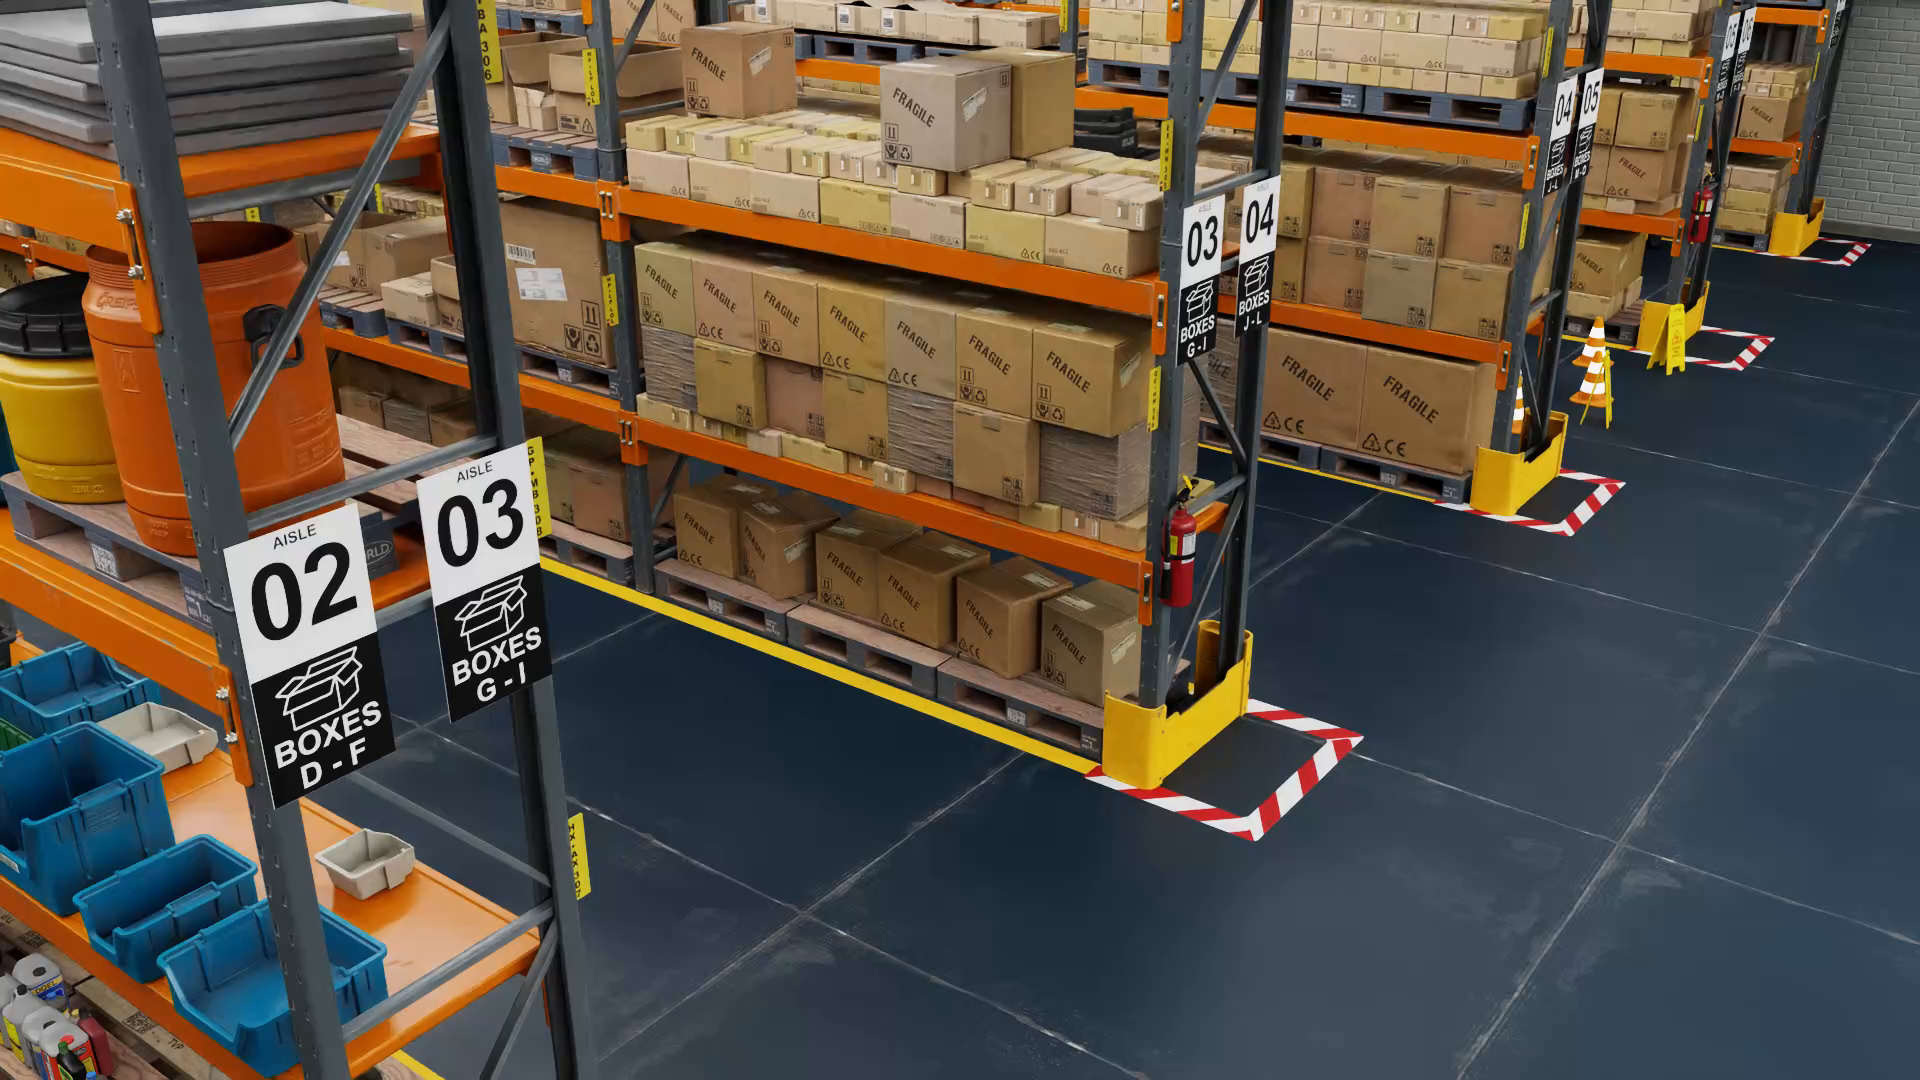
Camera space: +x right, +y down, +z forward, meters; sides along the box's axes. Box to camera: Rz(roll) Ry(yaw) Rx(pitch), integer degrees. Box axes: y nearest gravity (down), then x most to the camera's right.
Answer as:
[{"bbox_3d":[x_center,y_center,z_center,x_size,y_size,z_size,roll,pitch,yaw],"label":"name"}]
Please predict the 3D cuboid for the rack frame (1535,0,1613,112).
[{"bbox_3d":[4.372,-4.522,11.352,0.127,3.000,1.000,17,29,33],"label":"rack frame"}]

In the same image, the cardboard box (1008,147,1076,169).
[{"bbox_3d":[0.442,-2.092,9.250,0.250,0.149,0.380,17,29,33],"label":"cardboard box"}]

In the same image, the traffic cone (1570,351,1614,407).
[{"bbox_3d":[5.749,-1.484,15.045,0.334,0.463,0.336,17,29,33],"label":"traffic cone"}]

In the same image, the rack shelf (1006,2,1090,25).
[{"bbox_3d":[2.459,-5.892,19.075,4.000,0.370,1.077,17,29,33],"label":"rack shelf"}]

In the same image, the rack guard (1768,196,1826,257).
[{"bbox_3d":[10.253,-3.850,20.369,0.348,0.500,1.175,17,29,33],"label":"rack guard"}]

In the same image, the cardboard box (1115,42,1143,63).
[{"bbox_3d":[1.467,-3.979,13.508,0.250,0.149,0.380,17,29,34],"label":"cardboard box"}]

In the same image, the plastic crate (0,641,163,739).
[{"bbox_3d":[-3.806,0.678,7.175,0.616,0.251,0.499,17,29,33],"label":"plastic crate"}]

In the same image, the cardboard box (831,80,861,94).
[{"bbox_3d":[-1.337,-6.015,21.747,0.500,0.250,0.500,17,29,34],"label":"cardboard box"}]

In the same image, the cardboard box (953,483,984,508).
[{"bbox_3d":[0.168,-0.332,9.594,0.250,0.149,0.380,17,29,33],"label":"cardboard box"}]

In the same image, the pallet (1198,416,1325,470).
[{"bbox_3d":[2.713,-0.963,14.175,1.213,0.211,1.003,17,29,33],"label":"pallet"}]

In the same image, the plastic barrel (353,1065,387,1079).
[{"bbox_3d":[-2.226,2.209,6.080,0.421,0.512,0.421,0,24,0],"label":"plastic barrel"}]

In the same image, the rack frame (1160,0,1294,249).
[{"bbox_3d":[1.317,-2.946,7.775,0.127,3.000,1.000,17,29,33],"label":"rack frame"}]

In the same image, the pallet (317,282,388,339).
[{"bbox_3d":[-4.451,-1.909,13.101,1.003,0.211,1.213,17,29,33],"label":"pallet"}]

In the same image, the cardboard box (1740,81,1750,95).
[{"bbox_3d":[9.395,-5.471,20.018,0.250,0.149,0.380,17,29,34],"label":"cardboard box"}]

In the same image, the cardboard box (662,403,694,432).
[{"bbox_3d":[-1.700,-0.839,10.746,0.250,0.149,0.380,17,29,33],"label":"cardboard box"}]

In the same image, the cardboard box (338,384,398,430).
[{"bbox_3d":[-4.537,-1.037,13.438,0.500,0.500,0.700,15,28,31],"label":"cardboard box"}]

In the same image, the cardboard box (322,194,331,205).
[{"bbox_3d":[-7.980,-4.375,21.106,0.250,0.149,0.380,17,29,33],"label":"cardboard box"}]

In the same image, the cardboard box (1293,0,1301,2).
[{"bbox_3d":[2.476,-4.039,12.653,0.250,0.149,0.380,17,29,33],"label":"cardboard box"}]

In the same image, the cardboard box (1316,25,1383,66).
[{"bbox_3d":[3.012,-3.725,12.437,0.500,0.250,0.500,17,29,33],"label":"cardboard box"}]

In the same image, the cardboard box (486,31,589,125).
[{"bbox_3d":[-2.955,-3.153,11.317,0.637,0.503,0.797,18,30,35],"label":"cardboard box"}]

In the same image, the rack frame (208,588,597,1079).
[{"bbox_3d":[-1.654,1.398,5.358,0.127,3.000,1.000,17,29,33],"label":"rack frame"}]

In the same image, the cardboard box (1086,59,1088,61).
[{"bbox_3d":[1.809,-5.565,20.146,0.500,0.500,0.500,16,29,32],"label":"cardboard box"}]

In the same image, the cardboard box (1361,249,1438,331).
[{"bbox_3d":[3.595,-2.046,12.987,0.550,0.550,0.875,17,29,33],"label":"cardboard box"}]

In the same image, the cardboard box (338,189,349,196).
[{"bbox_3d":[-7.550,-4.405,20.806,0.250,0.149,0.380,15,28,31],"label":"cardboard box"}]

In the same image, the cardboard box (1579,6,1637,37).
[{"bbox_3d":[6.295,-5.001,15.977,0.500,0.250,0.500,16,29,33],"label":"cardboard box"}]

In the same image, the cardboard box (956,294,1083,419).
[{"bbox_3d":[0.325,-1.012,9.094,0.500,0.500,0.500,17,29,33],"label":"cardboard box"}]

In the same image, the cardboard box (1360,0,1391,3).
[{"bbox_3d":[3.280,-4.128,12.856,0.250,0.149,0.380,16,29,33],"label":"cardboard box"}]

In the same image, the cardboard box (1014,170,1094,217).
[{"bbox_3d":[0.485,-1.785,8.552,0.250,0.149,0.380,15,28,31],"label":"cardboard box"}]

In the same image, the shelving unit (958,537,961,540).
[{"bbox_3d":[-0.132,-0.589,12.099,0.503,1.200,0.258,17,29,33],"label":"shelving unit"}]

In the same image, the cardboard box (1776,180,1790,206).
[{"bbox_3d":[9.982,-4.344,20.657,0.500,0.250,0.500,17,29,34],"label":"cardboard box"}]

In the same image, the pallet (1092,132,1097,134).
[{"bbox_3d":[1.493,-5.107,20.358,1.003,0.211,1.213,17,29,33],"label":"pallet"}]

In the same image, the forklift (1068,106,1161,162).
[{"bbox_3d":[1.132,-2.019,13.197,1.130,2.935,3.031,14,28,29],"label":"forklift"}]

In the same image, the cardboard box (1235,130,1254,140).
[{"bbox_3d":[3.282,-4.547,18.641,0.250,0.149,0.380,16,28,32],"label":"cardboard box"}]

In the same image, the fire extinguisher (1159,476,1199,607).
[{"bbox_3d":[1.132,0.011,8.600,0.183,0.674,0.296,17,29,33],"label":"fire extinguisher"}]

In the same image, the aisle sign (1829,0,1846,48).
[{"bbox_3d":[10.110,-6.079,19.103,0.004,0.787,0.394,17,29,33],"label":"aisle sign"}]

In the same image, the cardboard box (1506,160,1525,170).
[{"bbox_3d":[5.864,-3.867,16.813,0.500,0.500,0.500,17,29,33],"label":"cardboard box"}]

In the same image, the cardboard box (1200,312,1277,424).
[{"bbox_3d":[2.356,-1.572,14.212,0.875,0.875,0.875,17,29,34],"label":"cardboard box"}]

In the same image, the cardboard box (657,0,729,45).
[{"bbox_3d":[-2.639,-5.185,16.454,0.500,0.500,0.500,17,29,33],"label":"cardboard box"}]

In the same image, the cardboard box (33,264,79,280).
[{"bbox_3d":[-7.762,-2.174,15.578,0.875,0.875,1.225,17,29,33],"label":"cardboard box"}]

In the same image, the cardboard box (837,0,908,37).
[{"bbox_3d":[-0.770,-4.789,15.145,0.500,0.311,0.500,16,29,32],"label":"cardboard box"}]

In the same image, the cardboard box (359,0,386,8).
[{"bbox_3d":[-6.584,-6.261,19.205,0.500,0.250,0.500,16,29,33],"label":"cardboard box"}]

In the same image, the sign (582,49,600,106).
[{"bbox_3d":[-2.214,-2.777,9.983,0.005,0.325,0.100,17,29,33],"label":"sign"}]

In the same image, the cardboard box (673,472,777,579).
[{"bbox_3d":[-1.588,-0.106,11.351,0.500,0.500,0.500,16,28,32],"label":"cardboard box"}]

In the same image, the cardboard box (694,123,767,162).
[{"bbox_3d":[-1.350,-2.361,9.860,0.250,0.149,0.380,17,29,34],"label":"cardboard box"}]

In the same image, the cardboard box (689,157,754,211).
[{"bbox_3d":[-1.251,-2.154,9.884,0.500,0.250,0.500,17,29,33],"label":"cardboard box"}]

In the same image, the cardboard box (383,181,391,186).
[{"bbox_3d":[-7.236,-4.575,21.190,0.250,0.149,0.380,16,28,31],"label":"cardboard box"}]

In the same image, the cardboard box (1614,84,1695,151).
[{"bbox_3d":[6.720,-4.090,16.080,0.500,0.500,0.700,16,28,32],"label":"cardboard box"}]

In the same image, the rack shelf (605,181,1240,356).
[{"bbox_3d":[-0.284,-1.728,9.623,4.000,0.370,1.077,17,29,33],"label":"rack shelf"}]

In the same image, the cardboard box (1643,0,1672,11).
[{"bbox_3d":[6.629,-5.082,15.666,0.250,0.149,0.380,17,29,34],"label":"cardboard box"}]

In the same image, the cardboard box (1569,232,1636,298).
[{"bbox_3d":[6.463,-2.784,16.809,0.500,0.500,0.500,17,29,34],"label":"cardboard box"}]

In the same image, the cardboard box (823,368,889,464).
[{"bbox_3d":[-0.346,-0.866,10.002,0.500,0.500,0.875,17,29,33],"label":"cardboard box"}]

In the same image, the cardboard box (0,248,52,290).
[{"bbox_3d":[-8.766,-2.508,16.335,0.875,0.875,0.875,17,29,33],"label":"cardboard box"}]

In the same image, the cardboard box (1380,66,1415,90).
[{"bbox_3d":[3.294,-3.427,12.255,0.250,0.149,0.380,17,29,34],"label":"cardboard box"}]

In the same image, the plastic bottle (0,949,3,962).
[{"bbox_3d":[-4.371,1.724,7.357,0.185,0.351,0.144,17,29,33],"label":"plastic bottle"}]

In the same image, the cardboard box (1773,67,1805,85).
[{"bbox_3d":[9.821,-5.497,19.710,0.250,0.149,0.380,17,29,33],"label":"cardboard box"}]
